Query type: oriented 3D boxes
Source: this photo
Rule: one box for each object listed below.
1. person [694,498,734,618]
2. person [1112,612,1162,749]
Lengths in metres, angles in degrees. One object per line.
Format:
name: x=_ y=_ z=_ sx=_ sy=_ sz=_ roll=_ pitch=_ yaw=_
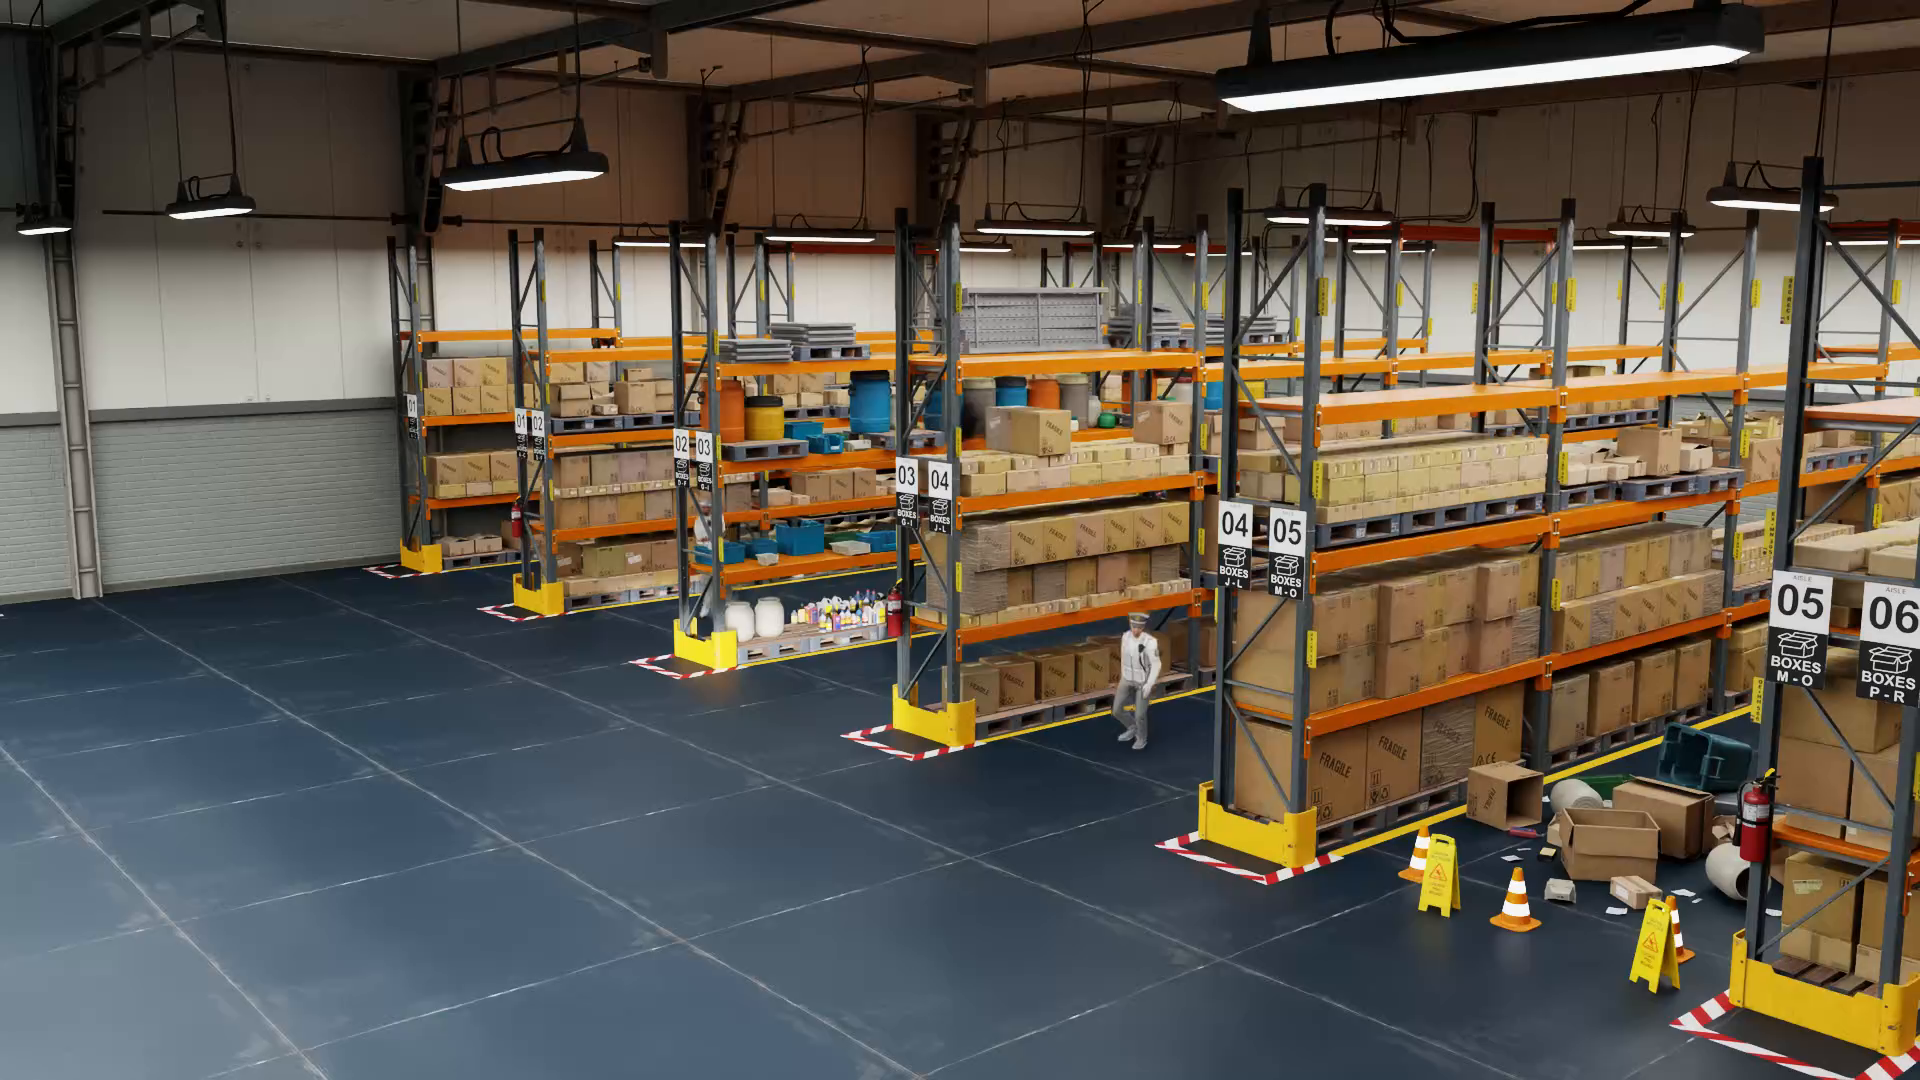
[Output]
person: x=-3.768 y=0.232 z=24.960 sx=0.664 sy=1.767 sz=0.722 roll=4 pitch=10 yaw=25
person: x=1.961 y=1.560 z=18.361 sx=0.614 sy=1.604 sz=0.622 roll=5 pitch=10 yaw=31
